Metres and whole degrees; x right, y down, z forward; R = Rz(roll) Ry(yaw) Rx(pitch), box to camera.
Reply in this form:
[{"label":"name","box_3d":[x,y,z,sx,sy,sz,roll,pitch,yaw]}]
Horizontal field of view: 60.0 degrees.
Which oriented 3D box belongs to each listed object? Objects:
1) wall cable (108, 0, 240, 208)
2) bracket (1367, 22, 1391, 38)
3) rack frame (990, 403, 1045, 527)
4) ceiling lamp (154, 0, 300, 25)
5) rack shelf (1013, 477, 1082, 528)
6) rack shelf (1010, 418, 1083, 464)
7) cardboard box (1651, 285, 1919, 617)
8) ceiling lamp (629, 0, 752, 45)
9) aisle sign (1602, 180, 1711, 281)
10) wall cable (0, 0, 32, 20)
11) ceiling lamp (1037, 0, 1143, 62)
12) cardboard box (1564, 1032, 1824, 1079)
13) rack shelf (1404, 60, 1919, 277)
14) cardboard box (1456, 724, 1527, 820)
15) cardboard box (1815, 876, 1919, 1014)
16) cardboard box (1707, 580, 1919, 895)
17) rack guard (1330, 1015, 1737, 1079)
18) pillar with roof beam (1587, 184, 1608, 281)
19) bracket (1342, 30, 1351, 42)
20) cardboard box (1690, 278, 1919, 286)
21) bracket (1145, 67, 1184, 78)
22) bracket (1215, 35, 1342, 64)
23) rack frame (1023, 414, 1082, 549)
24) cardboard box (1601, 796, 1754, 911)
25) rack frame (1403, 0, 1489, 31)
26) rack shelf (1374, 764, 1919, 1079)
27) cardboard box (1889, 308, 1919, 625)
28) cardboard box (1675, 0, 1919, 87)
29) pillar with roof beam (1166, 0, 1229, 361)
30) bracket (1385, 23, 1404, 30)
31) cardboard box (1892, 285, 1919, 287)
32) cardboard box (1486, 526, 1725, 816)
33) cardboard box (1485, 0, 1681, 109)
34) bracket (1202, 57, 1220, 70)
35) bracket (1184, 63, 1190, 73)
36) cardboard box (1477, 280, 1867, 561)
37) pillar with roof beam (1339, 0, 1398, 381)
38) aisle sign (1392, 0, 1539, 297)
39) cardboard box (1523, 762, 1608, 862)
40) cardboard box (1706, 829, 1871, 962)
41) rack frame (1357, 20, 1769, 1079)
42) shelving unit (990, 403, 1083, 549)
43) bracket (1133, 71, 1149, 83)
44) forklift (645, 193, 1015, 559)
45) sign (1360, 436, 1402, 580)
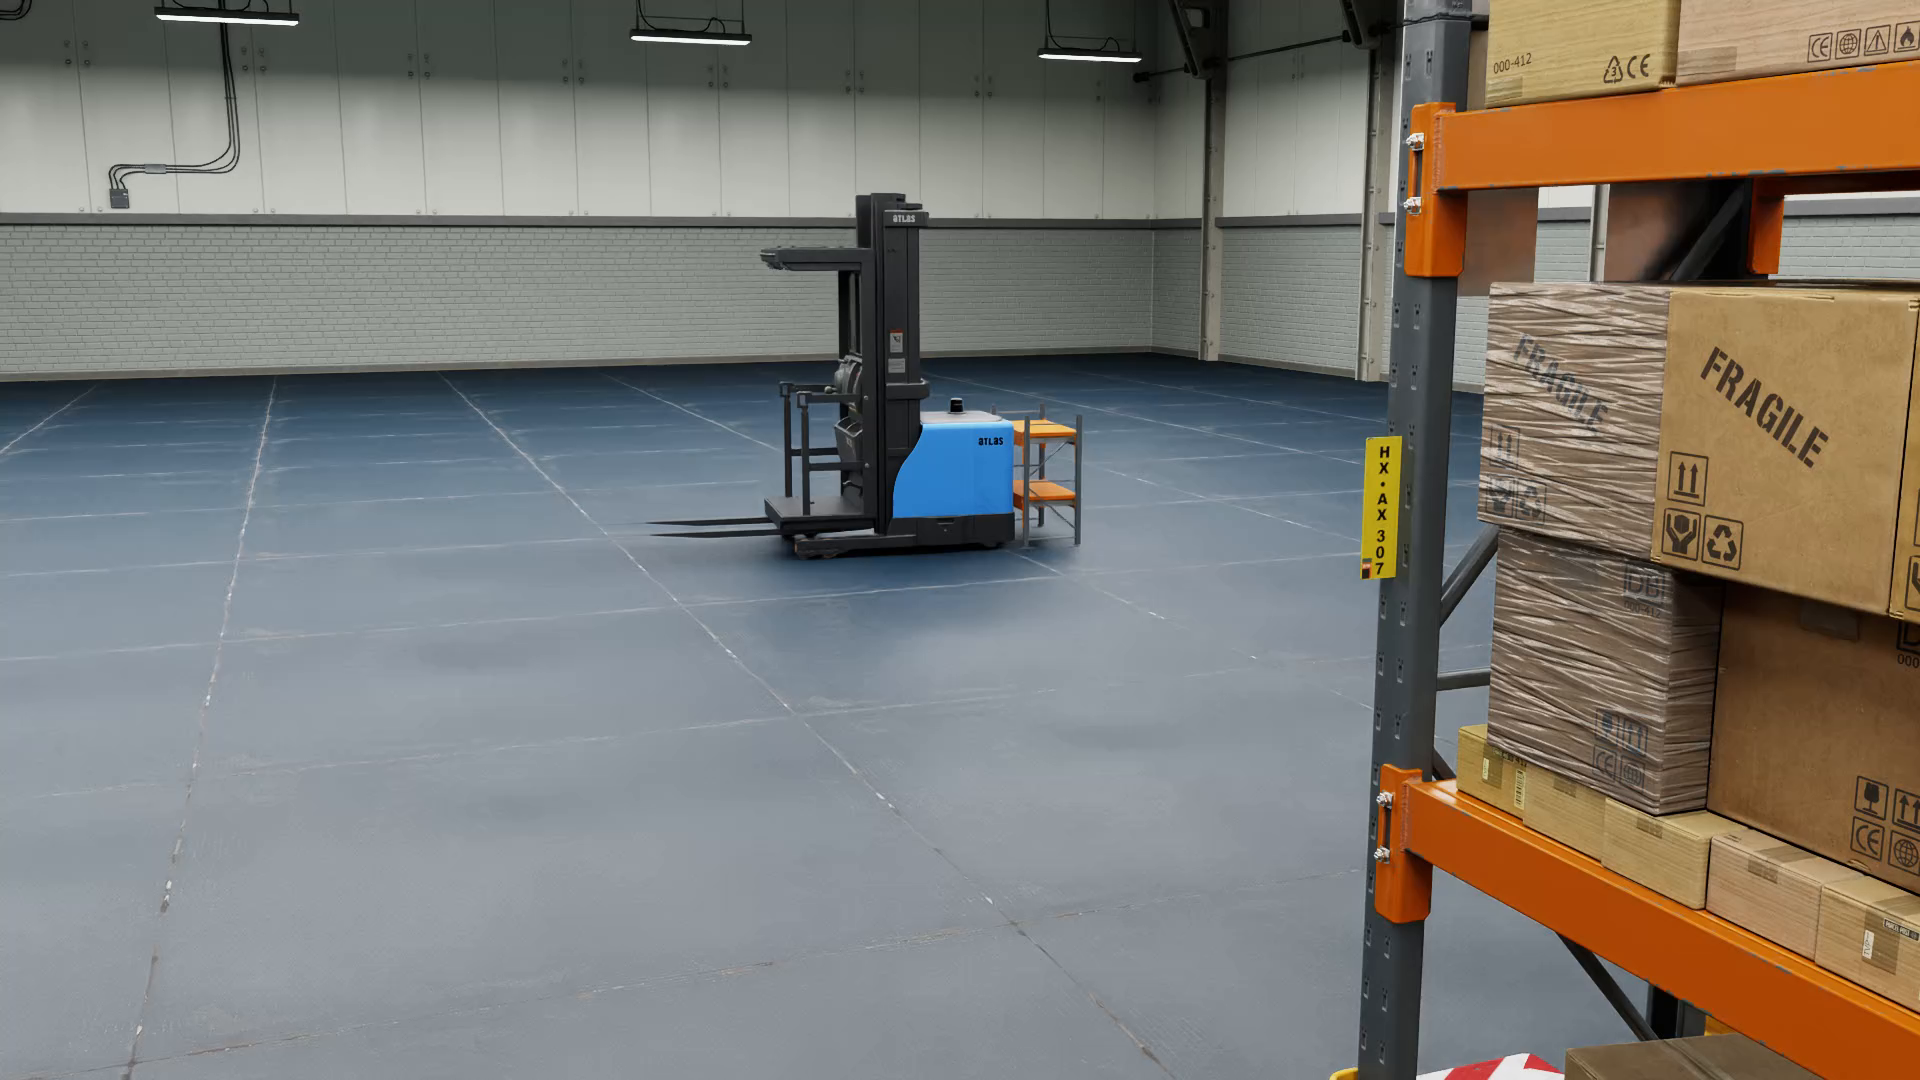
[{"label":"wall cable","box_3d":[-14.833,-9.255,31.045,2.305,6.003,0.169,-4,11,-21]},{"label":"bracket","box_3d":[7.501,-9.118,29.705,0.235,0.232,0.430,-4,11,-21]},{"label":"rack frame","box_3d":[0.516,-0.664,14.938,0.500,1.125,0.032,-3,10,-15]},{"label":"ceiling lamp","box_3d":[-11.137,-9.430,25.069,2.000,3.185,0.800,-4,11,-21]},{"label":"rack shelf","box_3d":[0.647,-0.337,14.498,0.538,0.278,1.000,-3,10,-15]},{"label":"rack shelf","box_3d":[0.647,-0.866,14.404,0.538,0.278,1.000,-3,10,-15]},{"label":"cardboard box","box_3d":[1.589,-0.180,2.876,0.500,0.500,0.500,-4,11,-21]},{"label":"ceiling lamp","box_3d":[-4.557,-9.878,27.588,2.000,3.185,0.800,-4,11,-21]},{"label":"aisle sign","box_3d":[1.726,-0.990,3.998,0.394,0.787,0.004,-4,11,-21]},{"label":"wall cable","box_3d":[-18.281,-10.546,29.471,3.097,2.526,0.112,-4,11,-21]},{"label":"ceiling lamp","box_3d":[2.284,-10.343,30.206,2.000,3.185,0.800,-4,11,-21]},{"label":"cardboard box","box_3d":[1.680,1.446,3.665,0.500,0.500,0.500,-2,10,-10]},{"label":"rack shelf","box_3d":[2.194,-0.477,2.027,1.077,0.370,4.000,-4,11,-21]},{"label":"cardboard box","box_3d":[1.350,0.504,3.737,0.380,0.149,0.250,-4,11,-21]},{"label":"cardboard box","box_3d":[1.693,0.669,2.812,0.380,0.149,0.250,-4,11,-21]},{"label":"cardboard box","box_3d":[1.936,0.289,3.097,0.875,0.500,0.500,-4,11,-21]},{"label":"rack guard","box_3d":[1.496,1.562,4.211,1.175,0.500,0.348,-4,11,-21]},{"label":"pillar with roof beam","box_3d":[5.844,-6.183,23.486,9.100,9.000,0.548,-4,11,-21]},{"label":"bracket","box_3d":[7.200,-9.253,30.466,0.235,0.232,0.430,-4,11,-21]},{"label":"cardboard box","box_3d":[1.898,-0.295,3.523,0.500,0.500,0.500,-4,11,-21]},{"label":"bracket","box_3d":[4.381,-10.523,37.605,0.076,0.066,3.189,-4,11,-21]},{"label":"bracket","box_3d":[6.261,-9.676,32.846,0.076,0.066,4.783,-4,11,-21]},{"label":"rack frame","box_3d":[0.778,-0.491,13.971,0.500,1.125,0.032,-3,10,-15]},{"label":"cardboard box","box_3d":[1.499,0.588,3.266,0.380,0.149,0.250,-4,11,-21]},{"label":"rack frame","box_3d":[1.469,-2.635,3.536,1.000,3.000,0.127,-4,11,-21]},{"label":"rack shelf","box_3d":[2.194,1.000,2.290,1.077,0.370,4.000,-4,11,-21]},{"label":"cardboard box","box_3d":[1.771,-0.098,2.418,0.500,0.500,0.500,-4,11,-21]},{"label":"cardboard box","box_3d":[1.595,-0.905,2.807,0.500,0.250,0.500,-4,11,-22]},{"label":"pillar with roof beam","box_3d":[1.495,-8.142,34.497,9.100,9.000,0.548,-4,11,-21]},{"label":"bracket","box_3d":[8.435,-8.697,27.341,0.076,0.066,4.783,-4,11,-21]},{"label":"cardboard box","box_3d":[2.085,-0.214,3.066,0.500,0.500,0.500,-4,11,-21]},{"label":"cardboard box","box_3d":[1.643,0.215,3.513,0.875,0.500,0.500,-4,11,-21]},{"label":"cardboard box","box_3d":[1.403,-0.989,3.278,0.500,0.250,0.500,-4,11,-19]},{"label":"bracket","box_3d":[5.327,-10.097,35.211,0.235,0.232,0.430,-4,11,-21]},{"label":"bracket","box_3d":[5.026,-10.233,35.972,0.235,0.232,0.430,-4,11,-21]},{"label":"cardboard box","box_3d":[1.414,-0.262,3.338,0.500,0.500,0.500,-4,11,-21]},{"label":"pillar with roof beam","box_3d":[3.669,-7.163,28.992,9.100,9.000,0.548,-4,11,-21]},{"label":"aisle sign","box_3d":[1.167,-0.952,3.784,0.394,0.787,0.004,-4,11,-21]},{"label":"cardboard box","box_3d":[1.423,0.546,3.501,0.380,0.149,0.250,-4,11,-21]},{"label":"cardboard box","box_3d":[1.609,0.628,3.044,0.380,0.149,0.250,-4,11,-21]},{"label":"rack frame","box_3d":[1.469,0.319,4.062,1.000,3.000,0.127,-4,11,-21]},{"label":"shelving unit","box_3d":[0.647,-0.577,14.455,0.538,1.125,1.048,-3,10,-15]},{"label":"bracket","box_3d":[4.167,-10.619,38.147,0.235,0.232,0.430,-4,11,-21]},{"label":"forklift","box_3d":[-1.112,-1.388,13.853,3.031,2.935,1.130,-3,10,-14]},{"label":"sign","box_3d":[0.963,-0.073,3.792,0.100,0.325,0.005,-4,11,-21]}]
